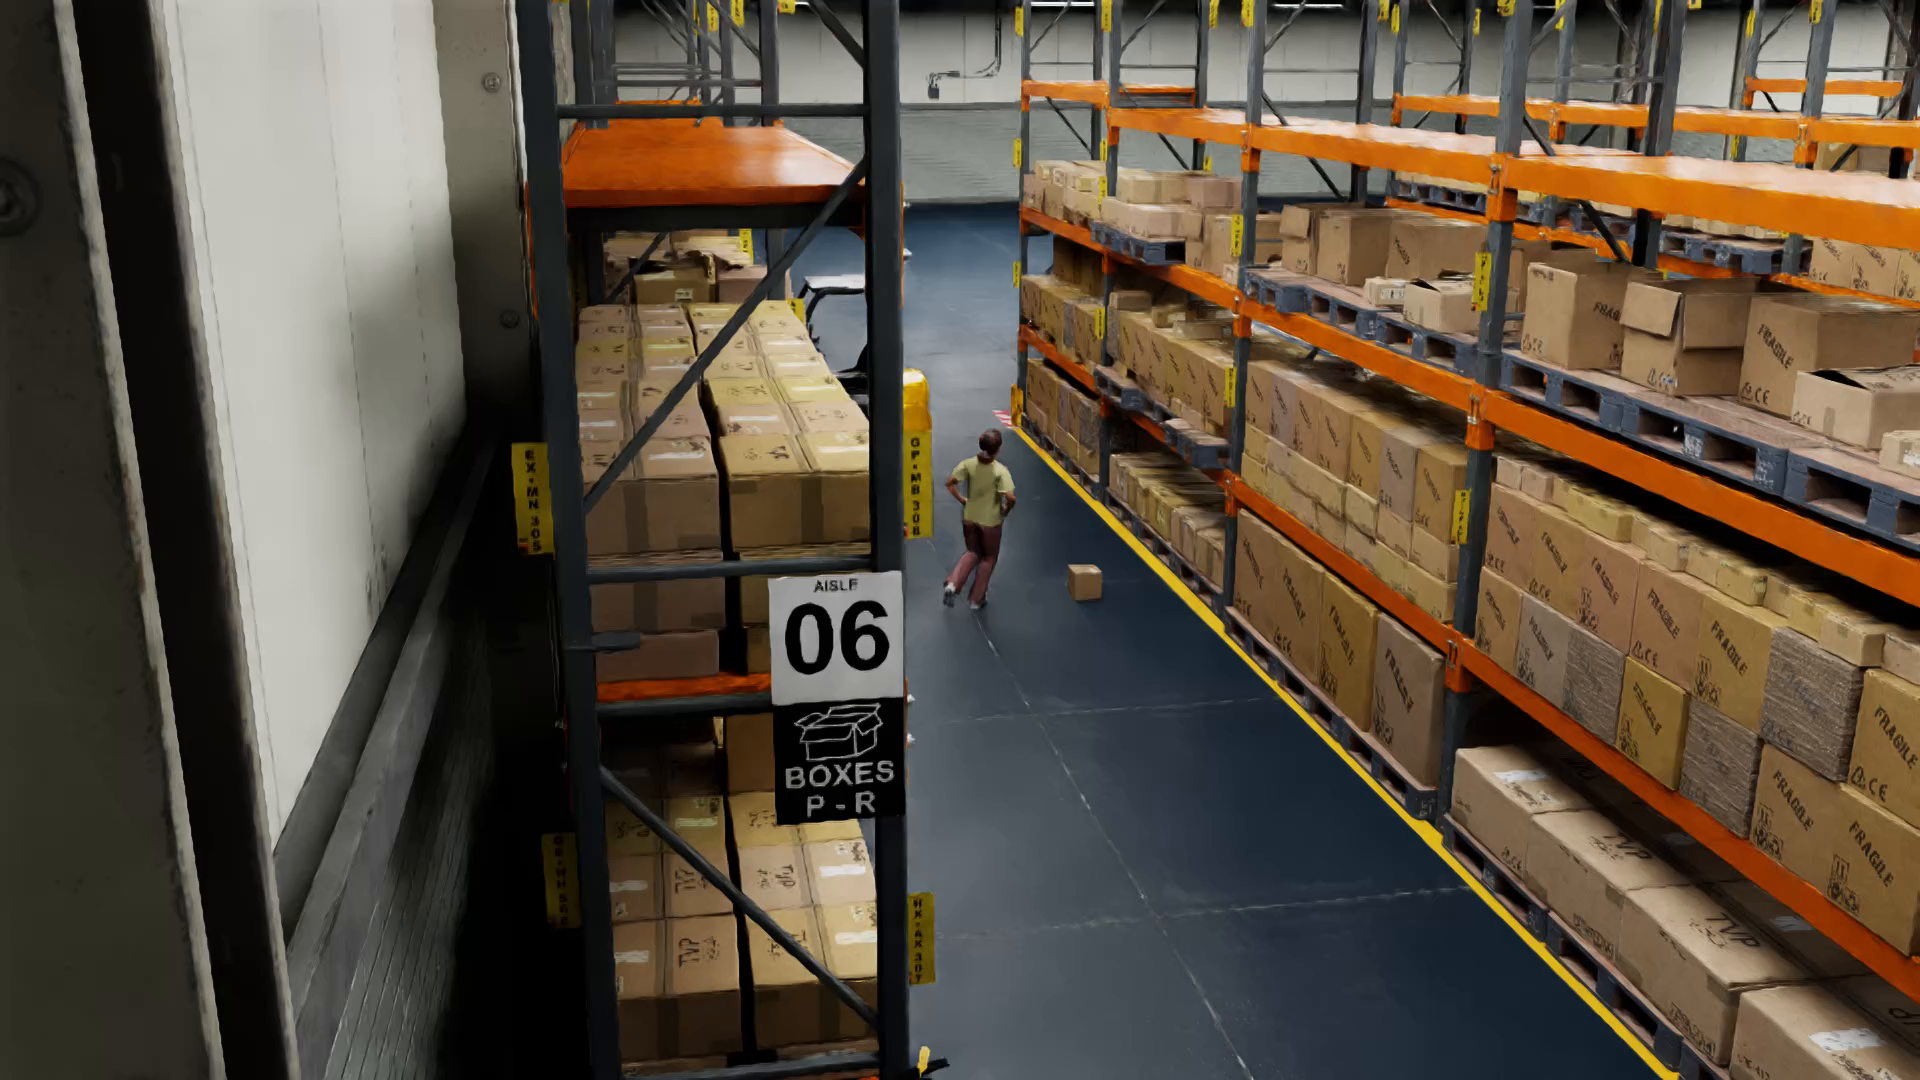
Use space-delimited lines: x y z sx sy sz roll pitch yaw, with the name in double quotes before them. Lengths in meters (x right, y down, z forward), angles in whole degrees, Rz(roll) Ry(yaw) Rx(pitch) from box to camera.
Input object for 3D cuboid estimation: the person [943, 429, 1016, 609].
"person" 0.214 -0.153 14.120 0.610 1.623 0.652 9 19 28
